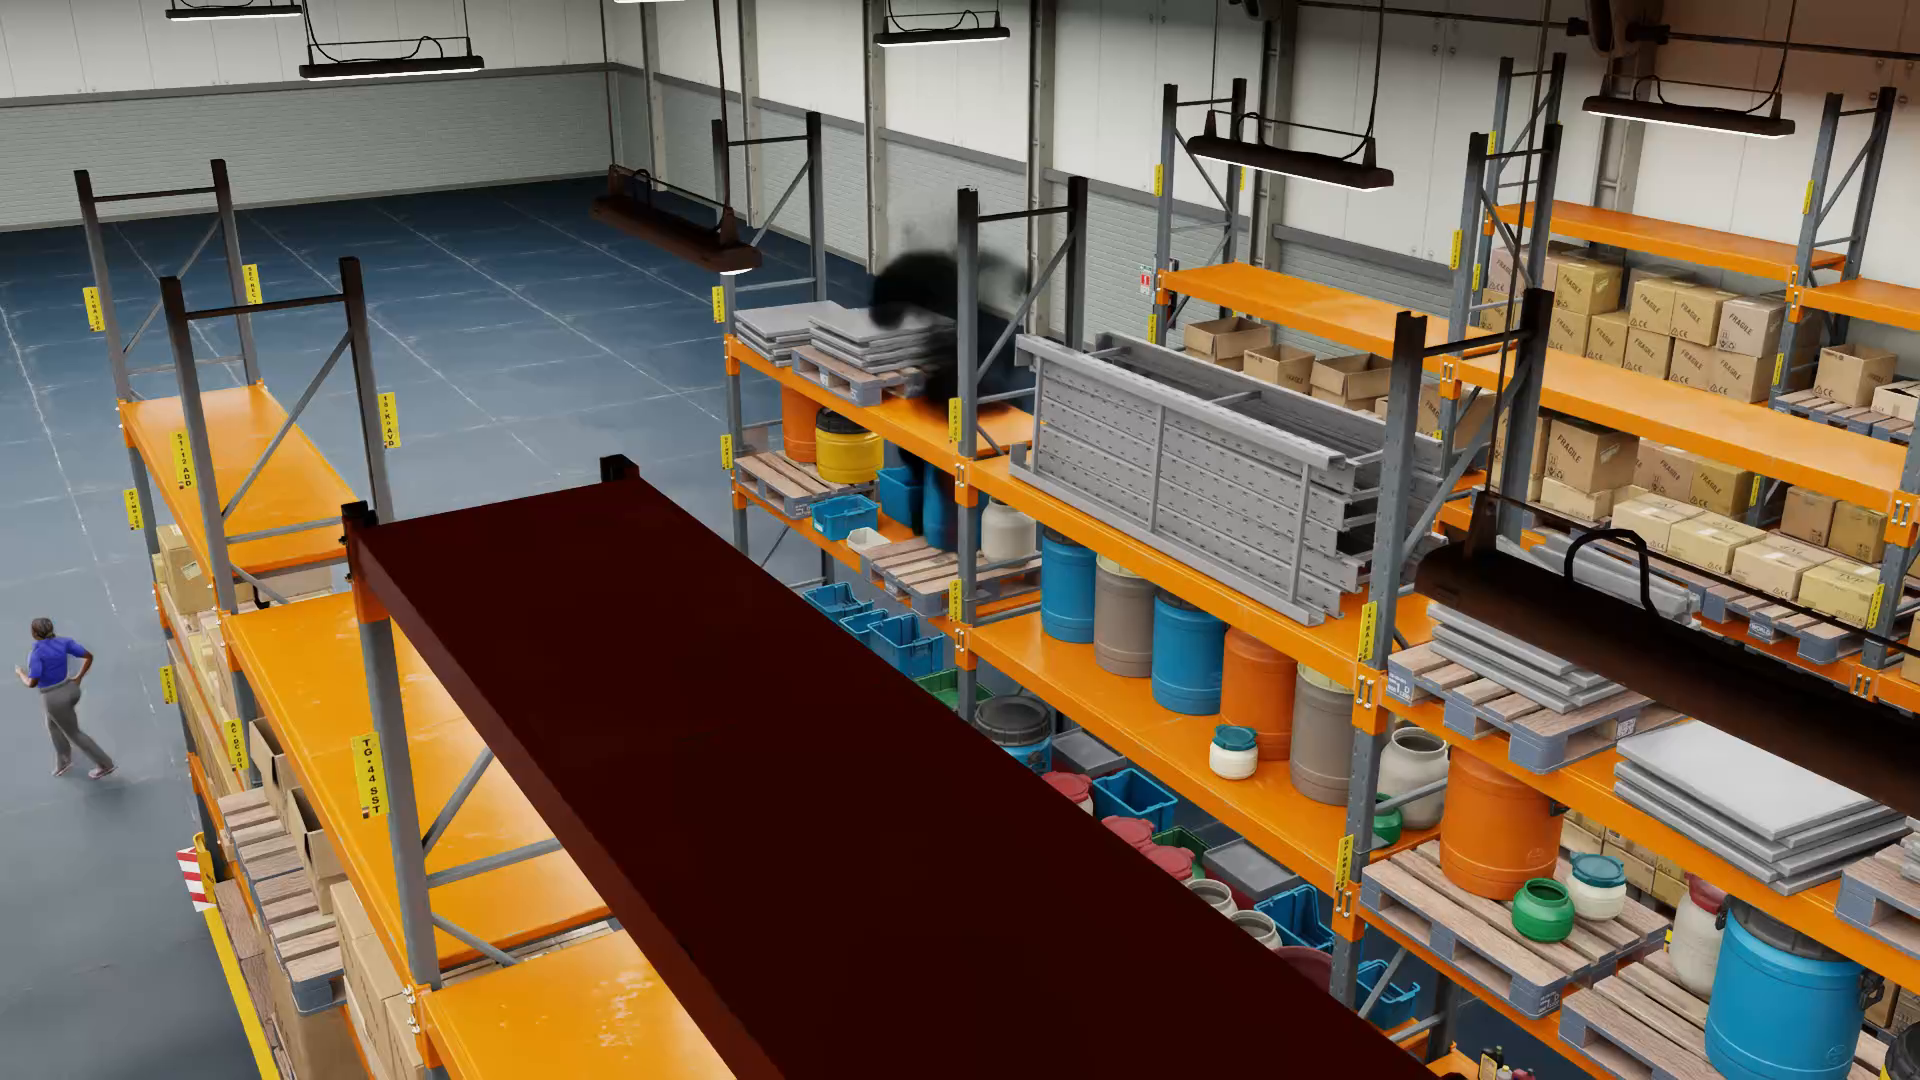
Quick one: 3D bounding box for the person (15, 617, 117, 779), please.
[{"bbox_3d":[-8.328,1.524,15.427,0.755,1.712,0.550,3,22,8],"label":"person"}]
